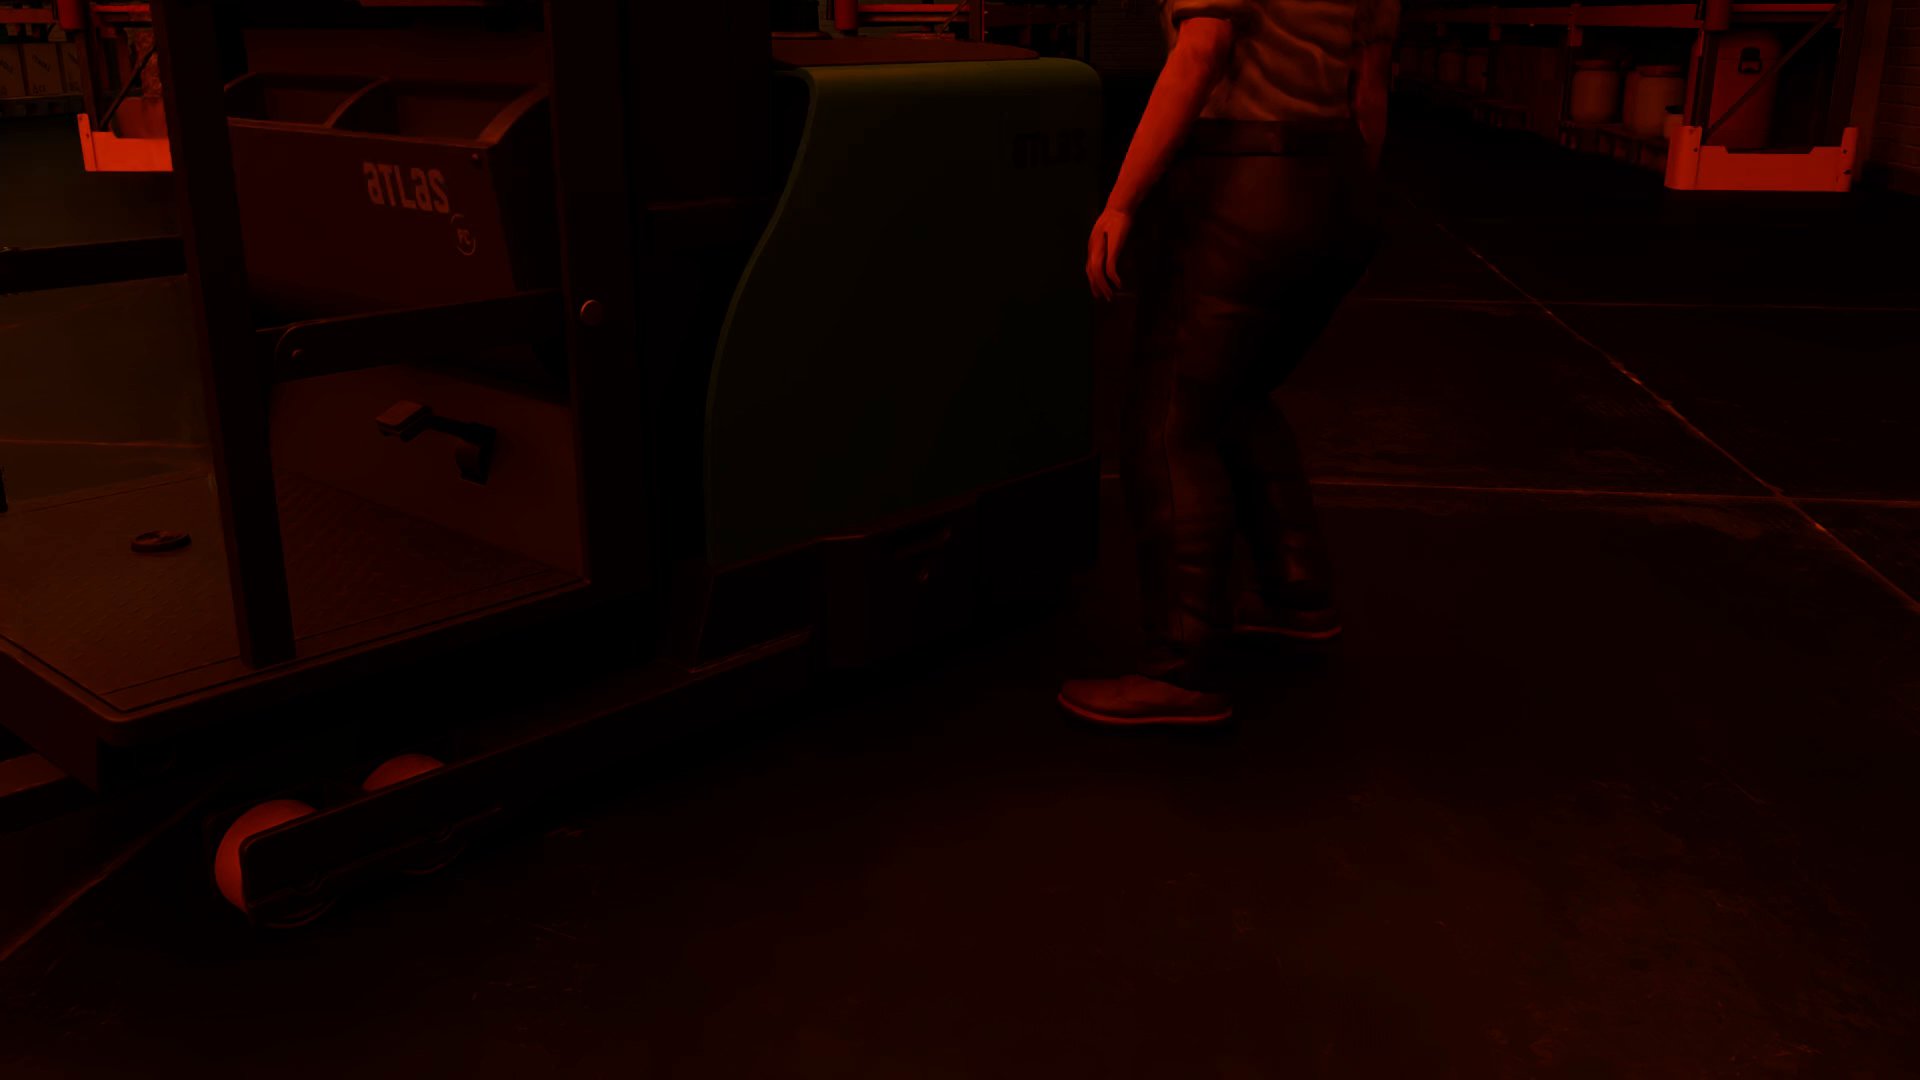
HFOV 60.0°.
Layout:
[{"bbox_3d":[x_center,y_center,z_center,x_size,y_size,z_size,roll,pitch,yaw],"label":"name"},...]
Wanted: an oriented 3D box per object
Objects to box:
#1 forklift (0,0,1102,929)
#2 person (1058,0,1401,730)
[{"bbox_3d":[-1.075,-1.057,2.303,1.130,2.935,3.031,15,23,40],"label":"forklift"},{"bbox_3d":[0.474,-0.537,2.826,0.383,1.628,0.740,14,22,38],"label":"person"}]
